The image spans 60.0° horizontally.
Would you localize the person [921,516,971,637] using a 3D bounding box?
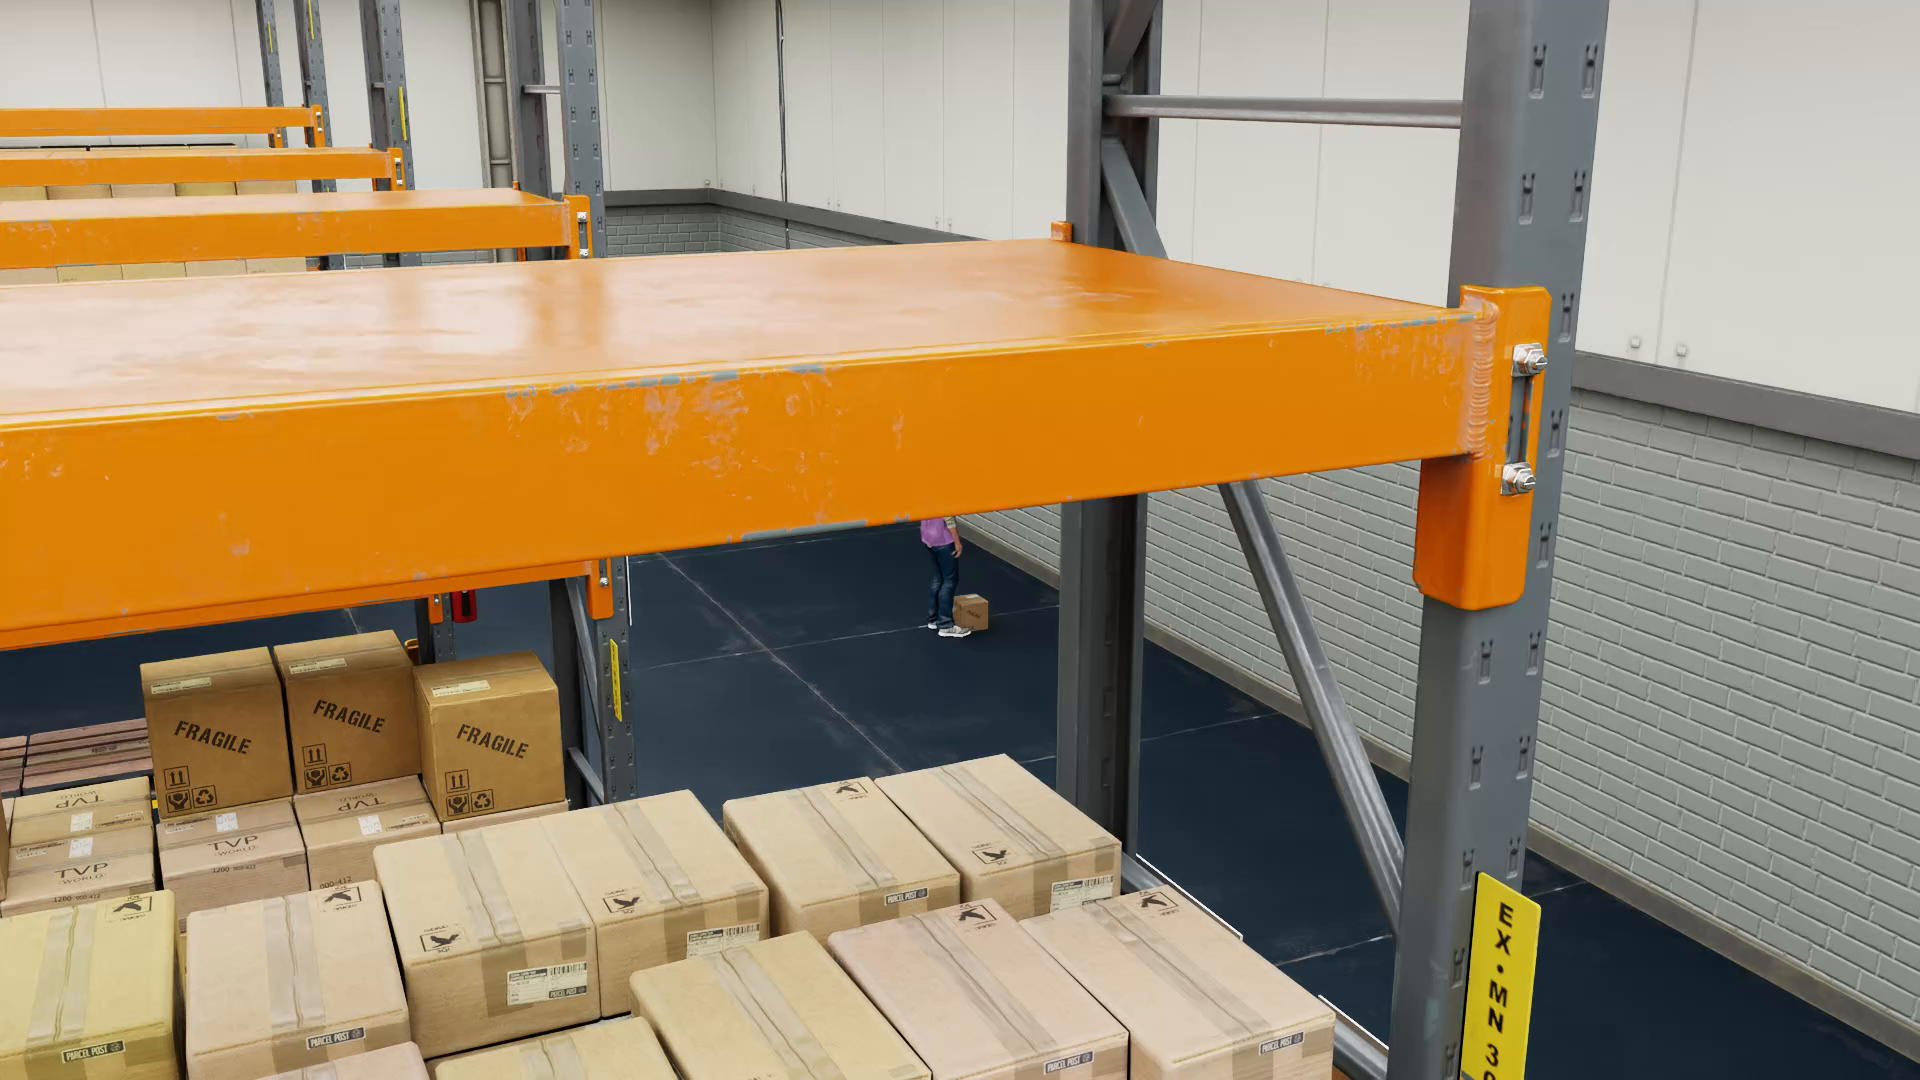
[{"bbox_3d":[-0.140,0.006,14.021,0.342,1.593,0.481,-7,17,-24],"label":"person"}]
